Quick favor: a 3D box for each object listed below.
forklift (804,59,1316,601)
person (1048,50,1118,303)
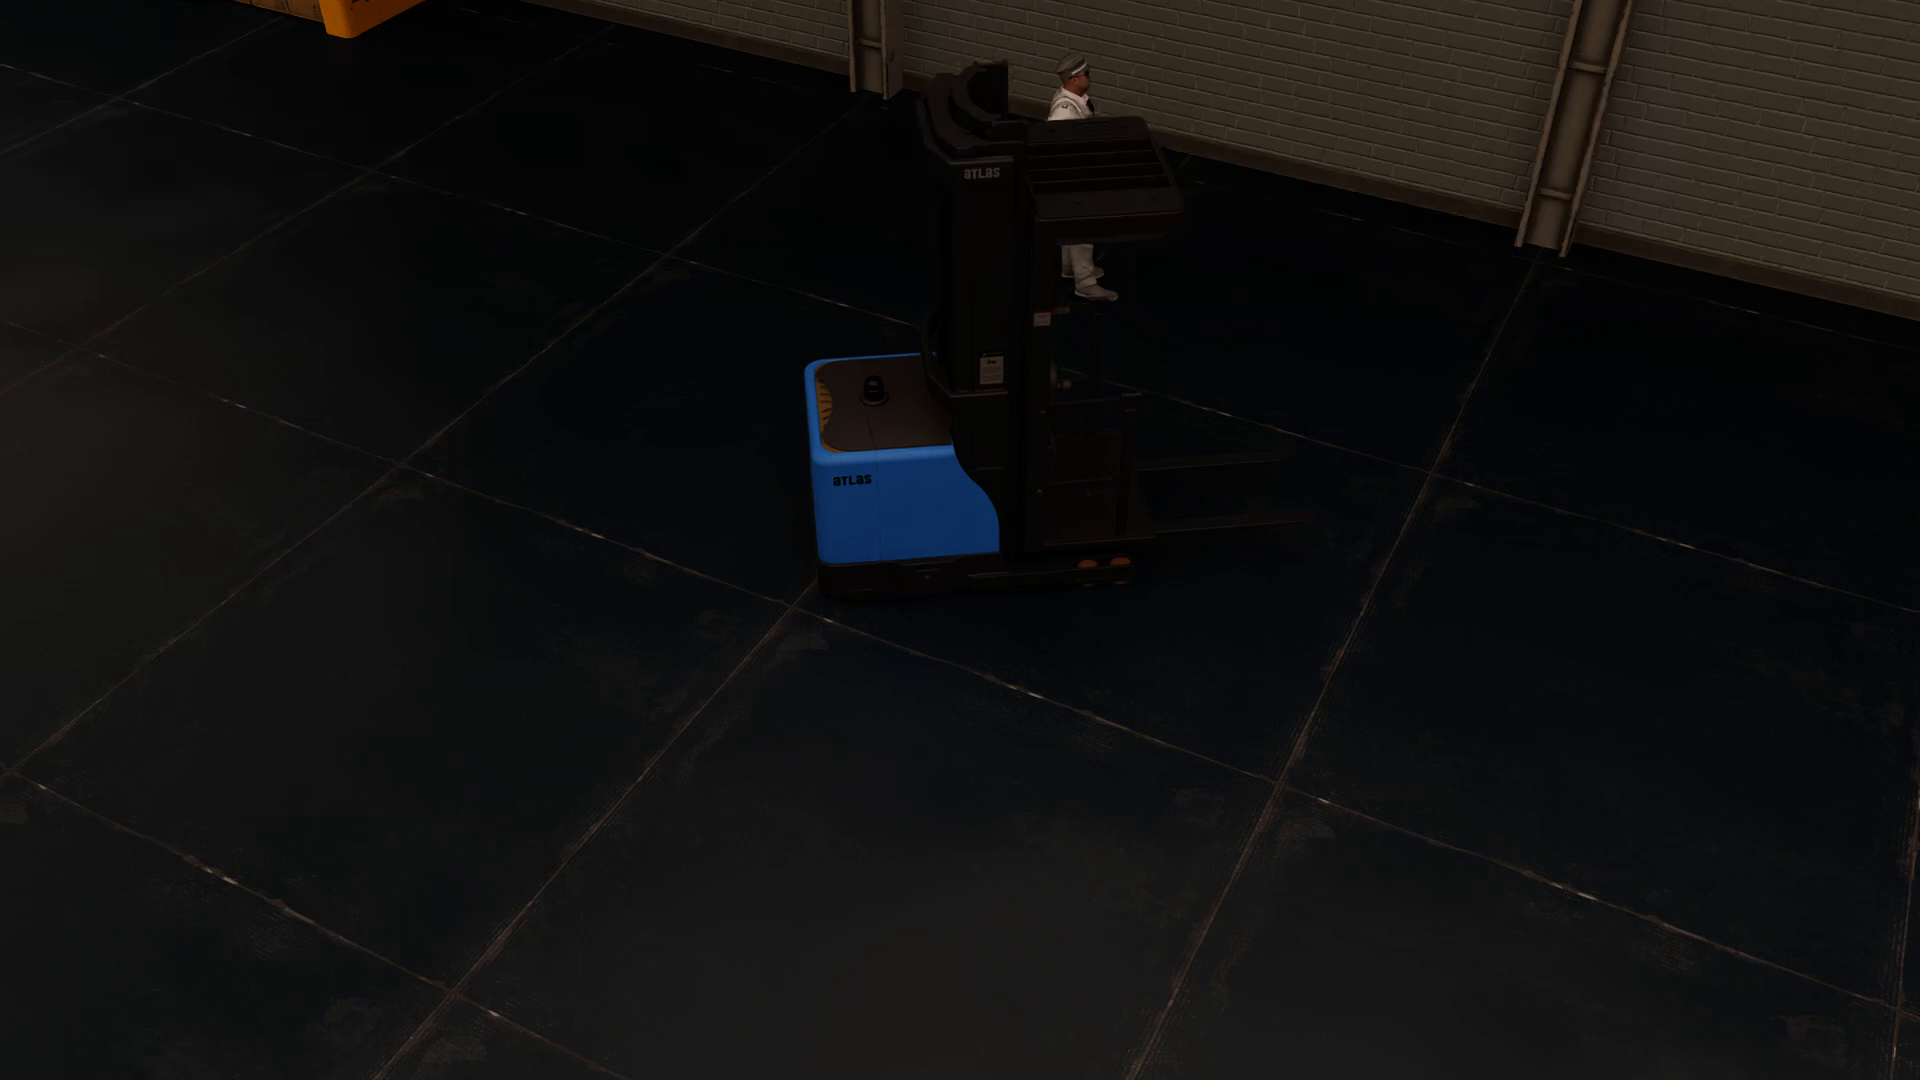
[{"bbox_3d":[0.617,-1.177,9.383,3.031,2.935,1.130,-4,40,-5],"label":"forklift"},{"bbox_3d":[0.914,-2.652,12.016,0.576,1.781,0.638,4,40,4],"label":"person"}]
